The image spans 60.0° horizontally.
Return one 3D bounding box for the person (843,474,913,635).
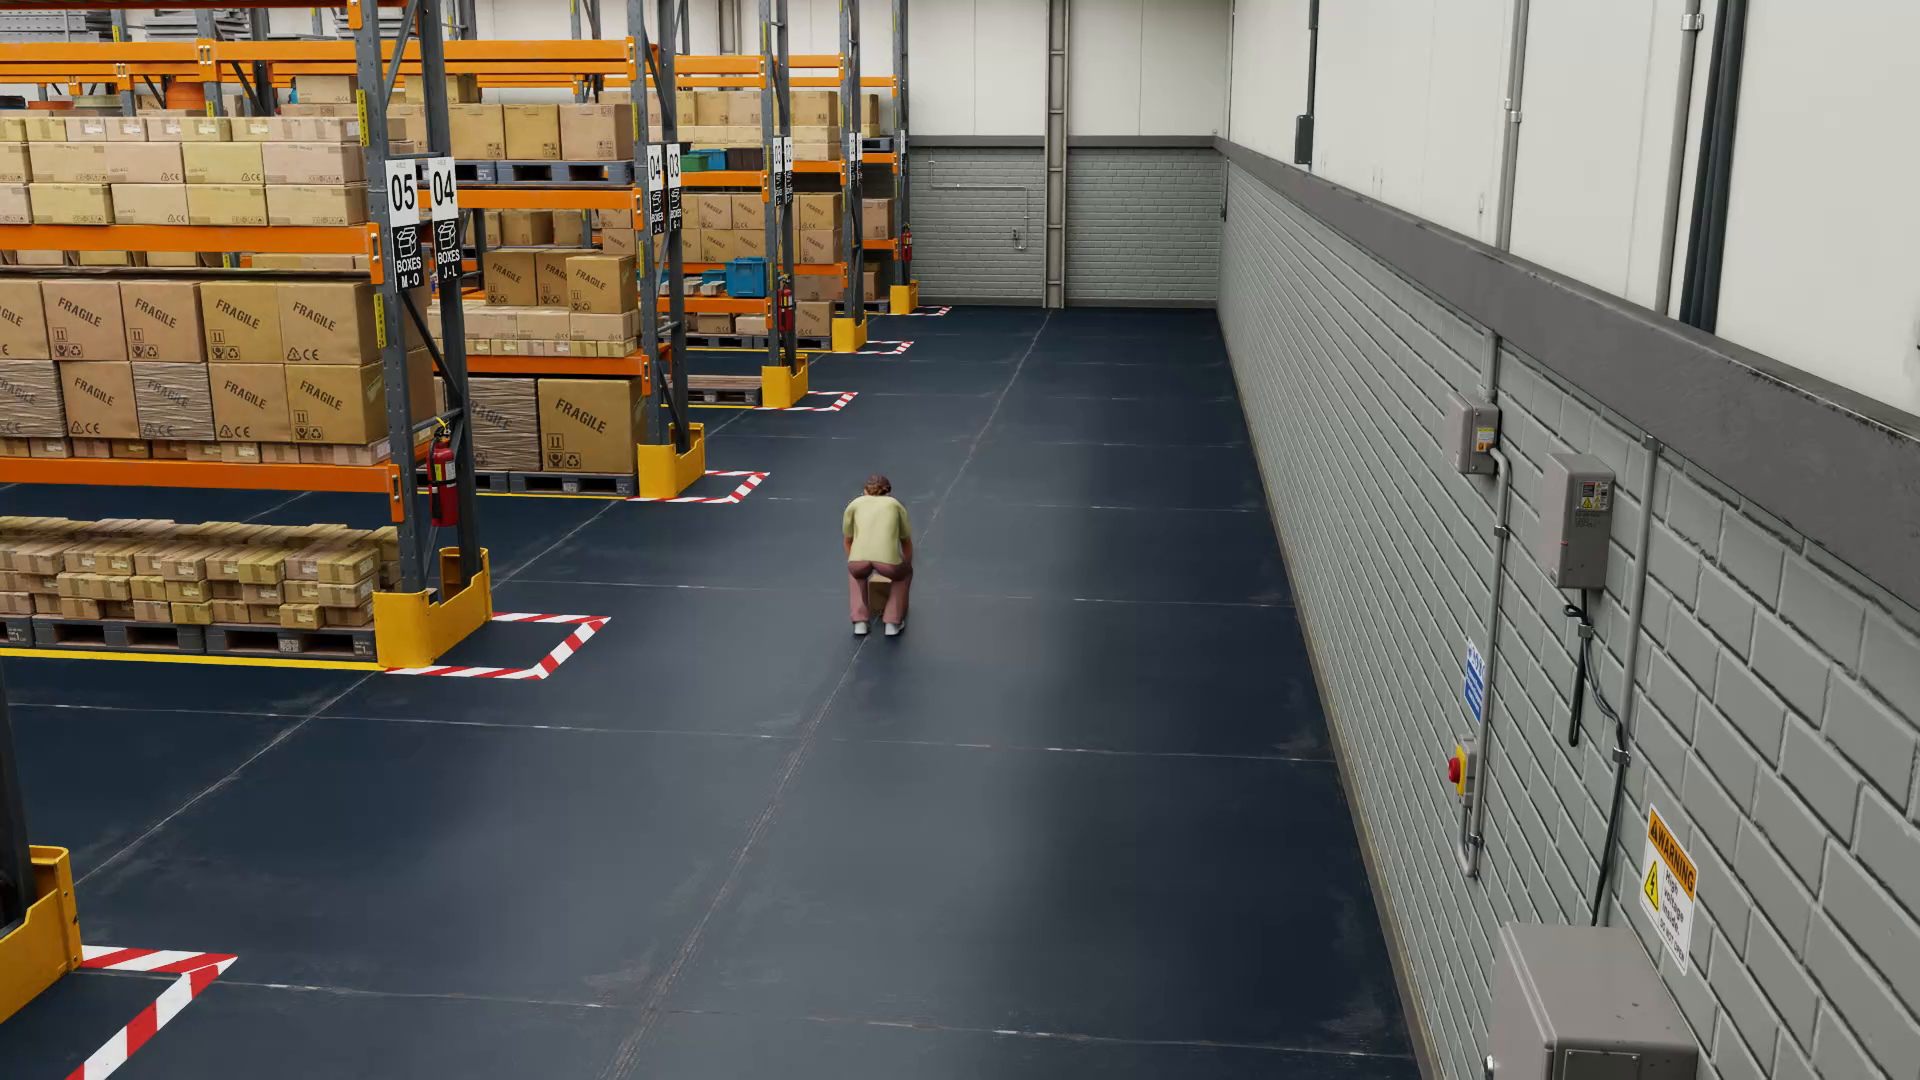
[{"bbox_3d":[-0.588,0.105,11.511,0.496,1.023,0.777,2,14,6],"label":"person"}]
